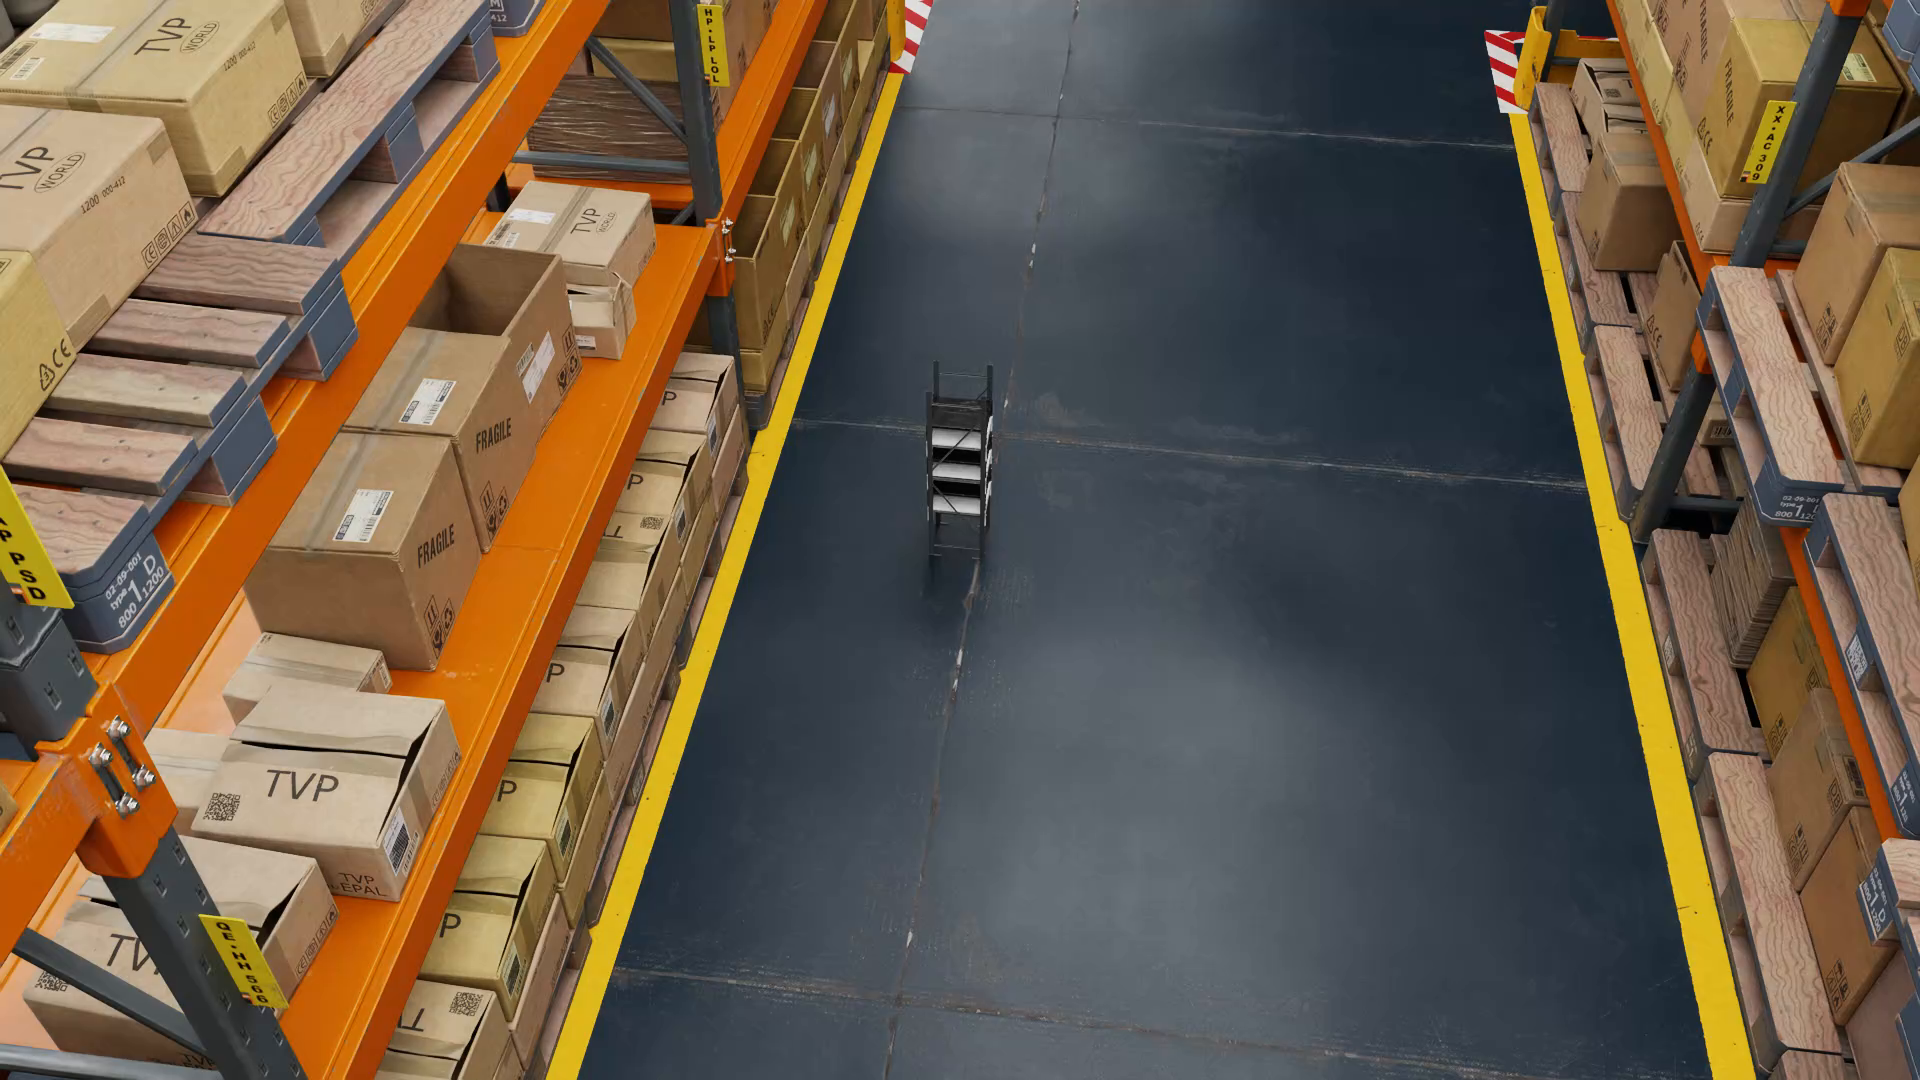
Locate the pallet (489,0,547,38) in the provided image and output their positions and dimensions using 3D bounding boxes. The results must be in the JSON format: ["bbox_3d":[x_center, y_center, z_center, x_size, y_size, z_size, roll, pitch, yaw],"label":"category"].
[{"bbox_3d":[-1.575,-1.931,5.088,0.805,0.209,1.217,4,44,4],"label":"pallet"}]

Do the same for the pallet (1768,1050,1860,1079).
[{"bbox_3d":[3.015,2.140,4.858,1.003,0.211,1.213,5,44,6],"label":"pallet"}]

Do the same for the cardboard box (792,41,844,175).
[{"bbox_3d":[-0.904,-2.250,8.616,0.500,0.500,0.500,5,44,6],"label":"cardboard box"}]

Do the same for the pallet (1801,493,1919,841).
[{"bbox_3d":[3.131,0.377,4.832,1.003,0.211,1.213,5,44,6],"label":"pallet"}]

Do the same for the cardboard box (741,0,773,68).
[{"bbox_3d":[-1.286,-2.555,7.716,0.700,0.500,0.500,6,44,6],"label":"cardboard box"}]

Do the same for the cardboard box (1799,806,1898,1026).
[{"bbox_3d":[3.175,1.231,5.289,0.700,0.500,0.500,5,44,5],"label":"cardboard box"}]

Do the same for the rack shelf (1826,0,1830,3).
[{"bbox_3d":[3.703,-3.257,6.872,1.077,0.370,4.000,5,44,6],"label":"rack shelf"}]

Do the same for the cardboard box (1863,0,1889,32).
[{"bbox_3d":[3.780,-1.945,6.693,0.500,0.500,0.500,5,44,5],"label":"cardboard box"}]

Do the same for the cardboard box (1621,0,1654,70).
[{"bbox_3d":[3.392,-2.395,7.715,0.500,0.250,0.500,6,44,6],"label":"cardboard box"}]

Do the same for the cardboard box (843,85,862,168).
[{"bbox_3d":[-0.839,-2.319,9.234,0.500,0.250,0.500,5,44,6],"label":"cardboard box"}]

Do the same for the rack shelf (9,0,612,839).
[{"bbox_3d":[-1.736,-0.979,4.466,1.077,0.370,4.000,5,44,6],"label":"rack shelf"}]

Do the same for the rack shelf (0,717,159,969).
[{"bbox_3d":[-2.265,1.747,1.587,1.077,0.370,4.000,5,44,6],"label":"rack shelf"}]

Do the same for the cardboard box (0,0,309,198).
[{"bbox_3d":[-1.858,-1.037,3.808,0.500,0.250,0.500,4,44,5],"label":"cardboard box"}]

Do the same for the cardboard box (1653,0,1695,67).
[{"bbox_3d":[3.332,-2.324,7.094,0.500,0.500,0.500,4,44,4],"label":"cardboard box"}]

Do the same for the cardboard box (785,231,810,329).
[{"bbox_3d":[-1.039,-1.297,8.154,0.500,0.250,0.500,5,44,6],"label":"cardboard box"}]

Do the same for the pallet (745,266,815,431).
[{"bbox_3d":[-1.325,-1.039,8.216,1.003,0.211,1.213,5,44,6],"label":"pallet"}]

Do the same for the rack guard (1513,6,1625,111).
[{"bbox_3d":[3.958,-2.833,9.900,1.175,0.500,0.348,5,44,6],"label":"rack guard"}]

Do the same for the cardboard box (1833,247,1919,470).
[{"bbox_3d":[3.257,-0.538,5.266,0.700,0.500,0.500,9,44,10],"label":"cardboard box"}]

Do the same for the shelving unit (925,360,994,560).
[{"bbox_3d":[-0.001,-0.321,6.957,0.258,0.900,0.210,5,44,6],"label":"shelving unit"}]

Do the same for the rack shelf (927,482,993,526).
[{"bbox_3d":[-0.001,-0.166,7.104,0.258,0.077,0.200,5,44,6],"label":"rack shelf"}]

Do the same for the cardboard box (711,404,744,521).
[{"bbox_3d":[-1.239,-0.359,7.164,0.500,0.250,0.500,5,44,5],"label":"cardboard box"}]

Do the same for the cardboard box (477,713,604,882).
[{"bbox_3d":[-1.509,0.818,5.513,0.500,0.311,0.500,4,44,4],"label":"cardboard box"}]

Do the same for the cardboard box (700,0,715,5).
[{"bbox_3d":[-1.211,-2.122,6.787,0.380,0.149,0.250,6,44,6],"label":"cardboard box"}]

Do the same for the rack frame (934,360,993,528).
[{"bbox_3d":[0.012,-0.391,7.030,0.240,0.900,0.006,5,44,6],"label":"rack frame"}]

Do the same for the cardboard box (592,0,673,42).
[{"bbox_3d":[-1.419,-2.324,6.529,0.700,0.500,0.500,5,44,6],"label":"cardboard box"}]

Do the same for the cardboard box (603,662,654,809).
[{"bbox_3d":[-1.444,0.681,6.066,0.500,0.250,0.500,6,44,6],"label":"cardboard box"}]

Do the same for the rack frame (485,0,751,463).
[{"bbox_3d":[-1.472,-1.514,6.689,1.000,3.000,0.127,5,44,6],"label":"rack frame"}]

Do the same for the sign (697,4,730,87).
[{"bbox_3d":[-0.933,-1.863,6.273,0.100,0.325,0.005,5,44,6],"label":"sign"}]

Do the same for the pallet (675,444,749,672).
[{"bbox_3d":[-1.530,0.004,7.114,1.003,0.211,1.213,5,44,6],"label":"pallet"}]

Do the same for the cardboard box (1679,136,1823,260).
[{"bbox_3d":[3.201,-1.369,6.631,0.500,0.250,0.500,5,44,6],"label":"cardboard box"}]

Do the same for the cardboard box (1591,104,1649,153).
[{"bbox_3d":[3.712,-2.124,8.969,0.500,0.311,0.500,9,44,9],"label":"cardboard box"}]

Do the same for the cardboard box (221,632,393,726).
[{"bbox_3d":[-1.888,0.429,4.820,0.380,0.149,0.250,8,44,9],"label":"cardboard box"}]

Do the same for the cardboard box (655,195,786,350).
[{"bbox_3d":[-1.100,-1.228,7.536,0.500,0.500,0.500,5,44,6],"label":"cardboard box"}]

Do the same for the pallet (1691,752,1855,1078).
[{"bbox_3d":[3.179,1.311,5.734,1.003,0.211,1.213,5,44,6],"label":"pallet"}]

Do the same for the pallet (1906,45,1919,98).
[{"bbox_3d":[3.118,-0.969,4.069,1.213,0.211,1.003,5,44,6],"label":"pallet"}]

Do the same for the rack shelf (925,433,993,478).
[{"bbox_3d":[-0.001,-0.362,6.918,0.258,0.077,0.200,5,44,6],"label":"rack shelf"}]

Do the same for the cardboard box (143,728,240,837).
[{"bbox_3d":[-2.156,0.665,4.570,0.380,0.149,0.250,5,44,6],"label":"cardboard box"}]

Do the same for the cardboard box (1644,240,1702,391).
[{"bbox_3d":[3.537,-1.029,7.675,0.500,0.500,0.500,2,43,2],"label":"cardboard box"}]

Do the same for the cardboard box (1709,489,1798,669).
[{"bbox_3d":[3.358,0.185,6.393,0.700,0.500,0.500,7,44,7],"label":"cardboard box"}]

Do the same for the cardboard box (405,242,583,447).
[{"bbox_3d":[-1.659,-0.669,5.725,0.500,0.500,0.500,8,44,9],"label":"cardboard box"}]

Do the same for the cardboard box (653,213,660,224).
[{"bbox_3d":[-1.549,-1.616,7.946,0.500,0.500,0.500,5,44,6],"label":"cardboard box"}]

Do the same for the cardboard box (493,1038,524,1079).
[{"bbox_3d":[-1.640,1.728,4.960,0.500,0.250,0.500,5,44,5],"label":"cardboard box"}]

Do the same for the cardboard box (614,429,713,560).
[{"bbox_3d":[-1.304,-0.214,6.603,0.500,0.311,0.500,6,44,7],"label":"cardboard box"}]
